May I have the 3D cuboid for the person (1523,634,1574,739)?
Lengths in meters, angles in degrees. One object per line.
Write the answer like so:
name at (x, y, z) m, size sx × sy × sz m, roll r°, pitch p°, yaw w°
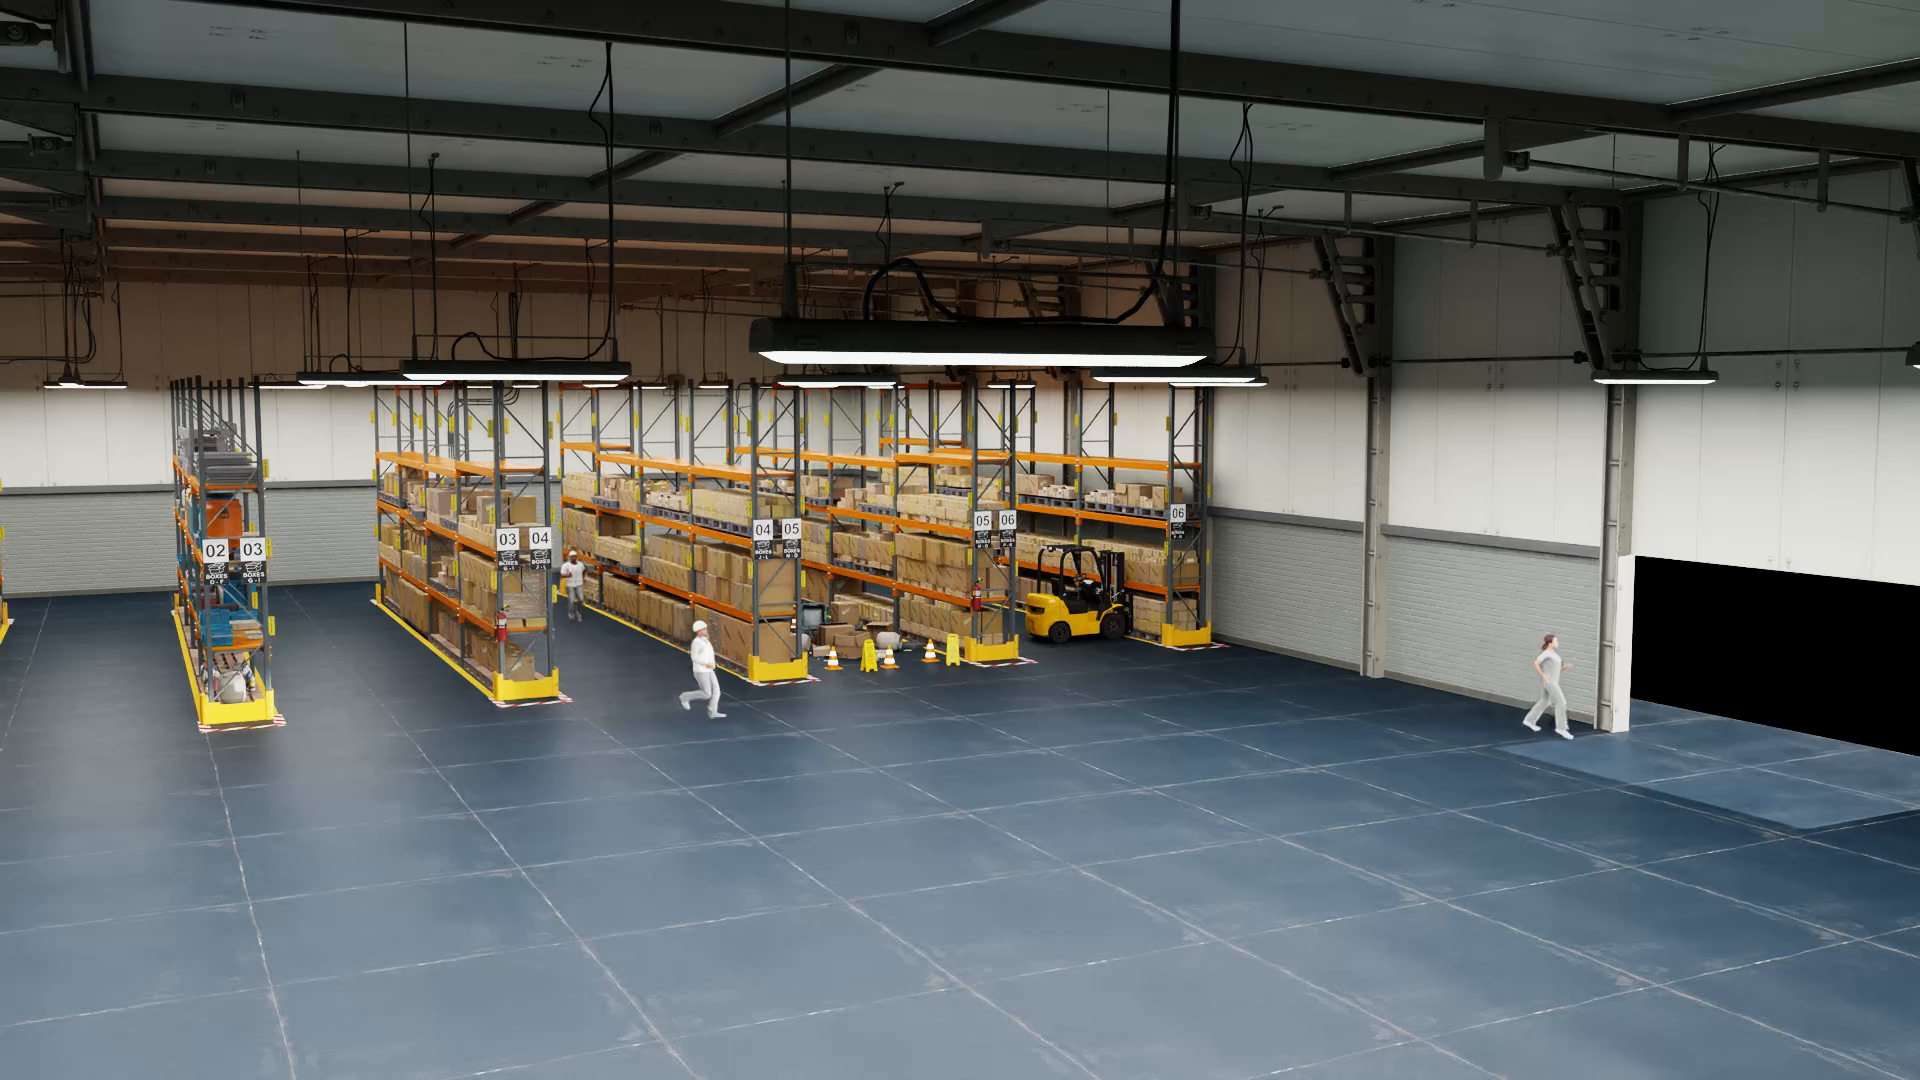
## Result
person at (9.803, 2.418, 27.666) m, size 0.830 × 1.715 × 0.541 m, roll 2°, pitch 6°, yaw 26°

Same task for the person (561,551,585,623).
person at (-9.592, 1.168, 41.387) m, size 0.673 × 1.812 × 0.706 m, roll -3°, pitch 6°, yaw -26°

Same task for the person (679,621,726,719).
person at (-4.500, 2.281, 29.163) m, size 0.814 × 1.740 × 0.676 m, roll 1°, pitch 5°, yaw 10°
